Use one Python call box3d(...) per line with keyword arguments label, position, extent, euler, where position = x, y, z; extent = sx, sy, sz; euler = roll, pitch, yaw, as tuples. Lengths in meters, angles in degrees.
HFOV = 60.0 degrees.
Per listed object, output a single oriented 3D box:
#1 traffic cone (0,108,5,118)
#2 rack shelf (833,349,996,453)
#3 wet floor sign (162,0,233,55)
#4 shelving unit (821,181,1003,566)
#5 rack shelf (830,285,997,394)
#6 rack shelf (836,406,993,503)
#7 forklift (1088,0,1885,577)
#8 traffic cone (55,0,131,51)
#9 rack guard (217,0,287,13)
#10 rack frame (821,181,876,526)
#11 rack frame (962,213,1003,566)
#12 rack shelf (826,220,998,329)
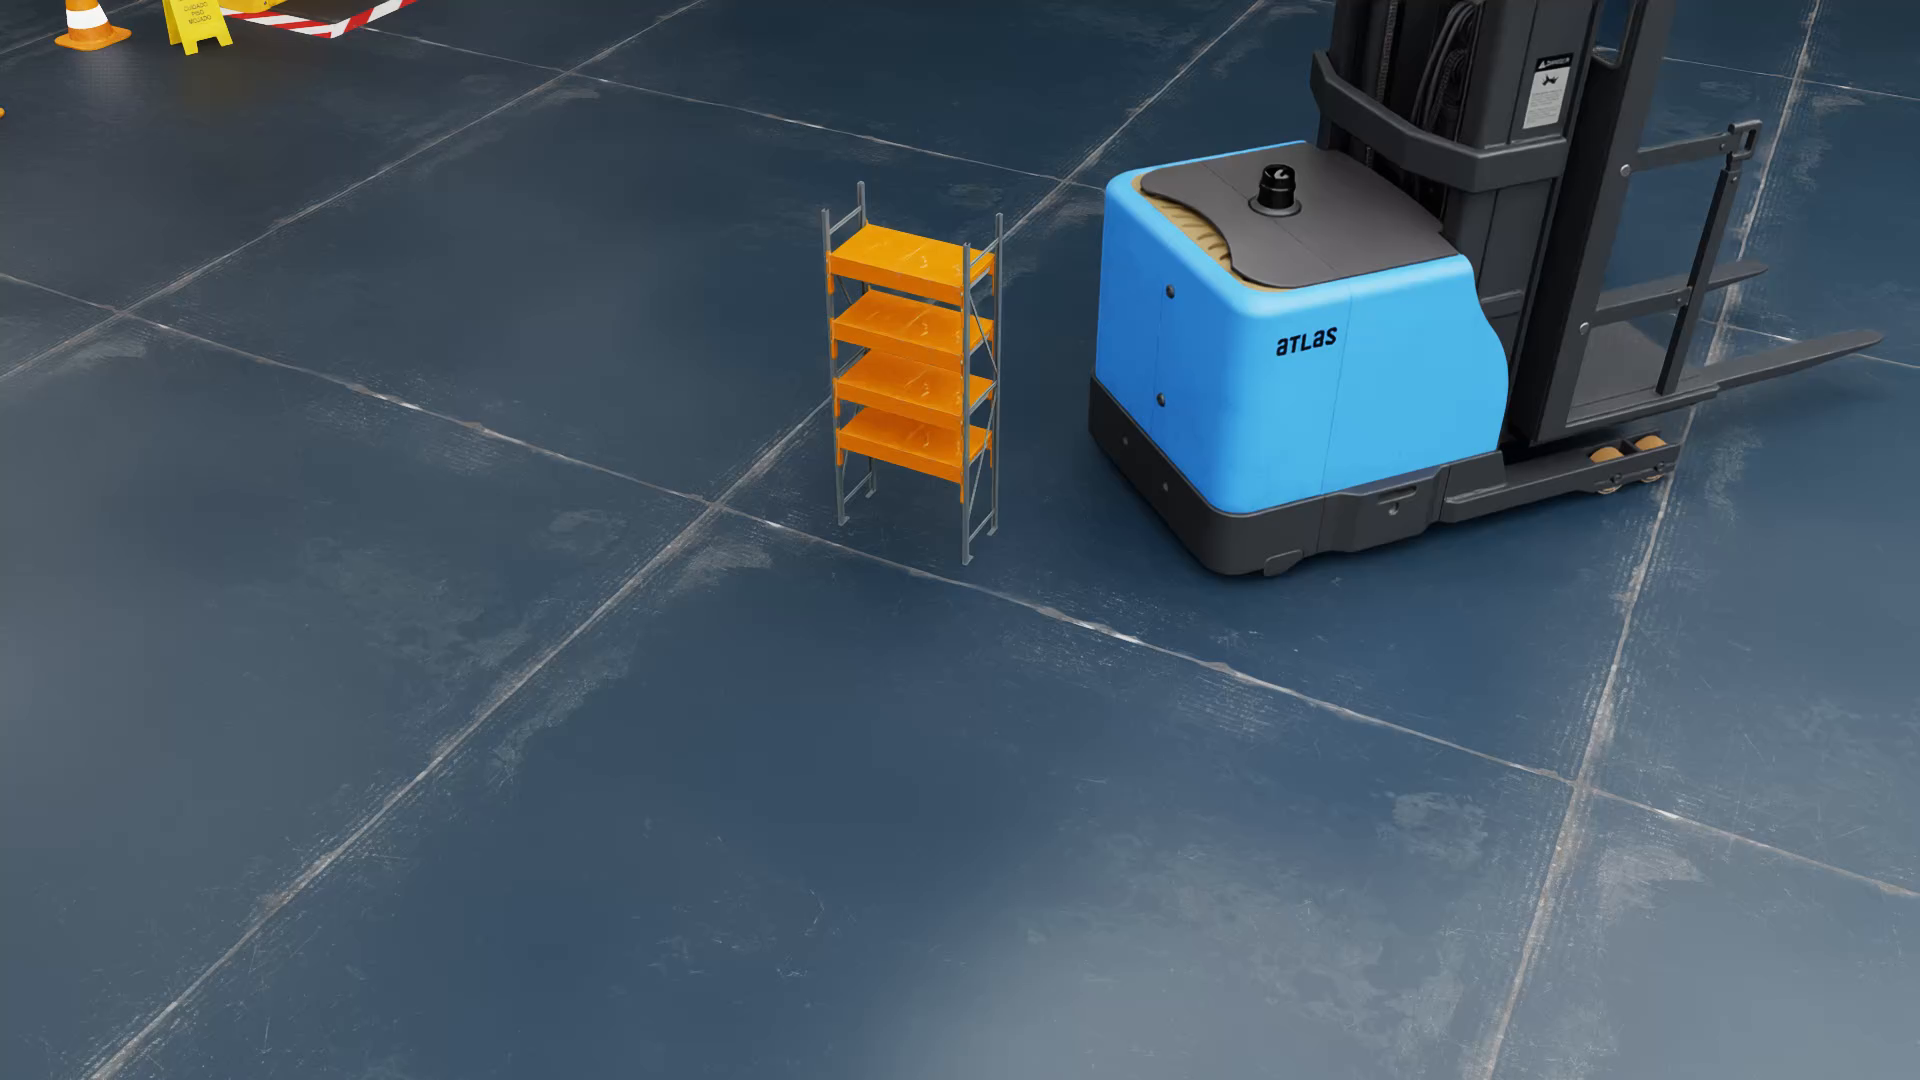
box3d(label="traffic cone", position=(-5.179, -2.371, 8.491), extent=(0.334, 0.463, 0.336), euler=(17, 41, 21))
box3d(label="rack shelf", position=(-0.147, -0.470, 5.489), extent=(0.480, 0.148, 0.258), euler=(17, 41, 21))
box3d(label="wet floor sign", position=(-4.318, -3.080, 9.274), extent=(0.267, 0.644, 0.232), euler=(-29, 46, -33))
box3d(label="shelving unit", position=(-0.147, -0.524, 5.448), extent=(0.503, 1.200, 0.258), euler=(17, 41, 21))
box3d(label="rack shelf", position=(-0.147, -0.649, 5.353), extent=(0.480, 0.148, 0.258), euler=(17, 41, 21))
box3d(label="rack shelf", position=(-0.147, -0.312, 5.609), extent=(0.480, 0.148, 0.258), euler=(17, 41, 21))
box3d(label="forklift", position=(2.043, -1.614, 5.452), extent=(3.031, 2.935, 1.130), euler=(-14, 39, -18))
box3d(label="traffic cone", position=(-4.970, -3.062, 9.401), extent=(0.334, 0.463, 0.336), euler=(17, 41, 21))
box3d(label="rack guard", position=(-4.062, -3.671, 10.172), extent=(0.348, 0.500, 1.175), euler=(17, 41, 21))
box3d(label="rack frame", position=(-0.364, -0.592, 5.537), extent=(0.015, 1.200, 0.240), euler=(17, 41, 21))
box3d(label="rack frame", position=(0.070, -0.456, 5.358), extent=(0.015, 1.200, 0.240), euler=(17, 41, 21))
box3d(label="rack shelf", position=(-0.147, -0.837, 5.210), extent=(0.480, 0.148, 0.258), euler=(17, 41, 21))
